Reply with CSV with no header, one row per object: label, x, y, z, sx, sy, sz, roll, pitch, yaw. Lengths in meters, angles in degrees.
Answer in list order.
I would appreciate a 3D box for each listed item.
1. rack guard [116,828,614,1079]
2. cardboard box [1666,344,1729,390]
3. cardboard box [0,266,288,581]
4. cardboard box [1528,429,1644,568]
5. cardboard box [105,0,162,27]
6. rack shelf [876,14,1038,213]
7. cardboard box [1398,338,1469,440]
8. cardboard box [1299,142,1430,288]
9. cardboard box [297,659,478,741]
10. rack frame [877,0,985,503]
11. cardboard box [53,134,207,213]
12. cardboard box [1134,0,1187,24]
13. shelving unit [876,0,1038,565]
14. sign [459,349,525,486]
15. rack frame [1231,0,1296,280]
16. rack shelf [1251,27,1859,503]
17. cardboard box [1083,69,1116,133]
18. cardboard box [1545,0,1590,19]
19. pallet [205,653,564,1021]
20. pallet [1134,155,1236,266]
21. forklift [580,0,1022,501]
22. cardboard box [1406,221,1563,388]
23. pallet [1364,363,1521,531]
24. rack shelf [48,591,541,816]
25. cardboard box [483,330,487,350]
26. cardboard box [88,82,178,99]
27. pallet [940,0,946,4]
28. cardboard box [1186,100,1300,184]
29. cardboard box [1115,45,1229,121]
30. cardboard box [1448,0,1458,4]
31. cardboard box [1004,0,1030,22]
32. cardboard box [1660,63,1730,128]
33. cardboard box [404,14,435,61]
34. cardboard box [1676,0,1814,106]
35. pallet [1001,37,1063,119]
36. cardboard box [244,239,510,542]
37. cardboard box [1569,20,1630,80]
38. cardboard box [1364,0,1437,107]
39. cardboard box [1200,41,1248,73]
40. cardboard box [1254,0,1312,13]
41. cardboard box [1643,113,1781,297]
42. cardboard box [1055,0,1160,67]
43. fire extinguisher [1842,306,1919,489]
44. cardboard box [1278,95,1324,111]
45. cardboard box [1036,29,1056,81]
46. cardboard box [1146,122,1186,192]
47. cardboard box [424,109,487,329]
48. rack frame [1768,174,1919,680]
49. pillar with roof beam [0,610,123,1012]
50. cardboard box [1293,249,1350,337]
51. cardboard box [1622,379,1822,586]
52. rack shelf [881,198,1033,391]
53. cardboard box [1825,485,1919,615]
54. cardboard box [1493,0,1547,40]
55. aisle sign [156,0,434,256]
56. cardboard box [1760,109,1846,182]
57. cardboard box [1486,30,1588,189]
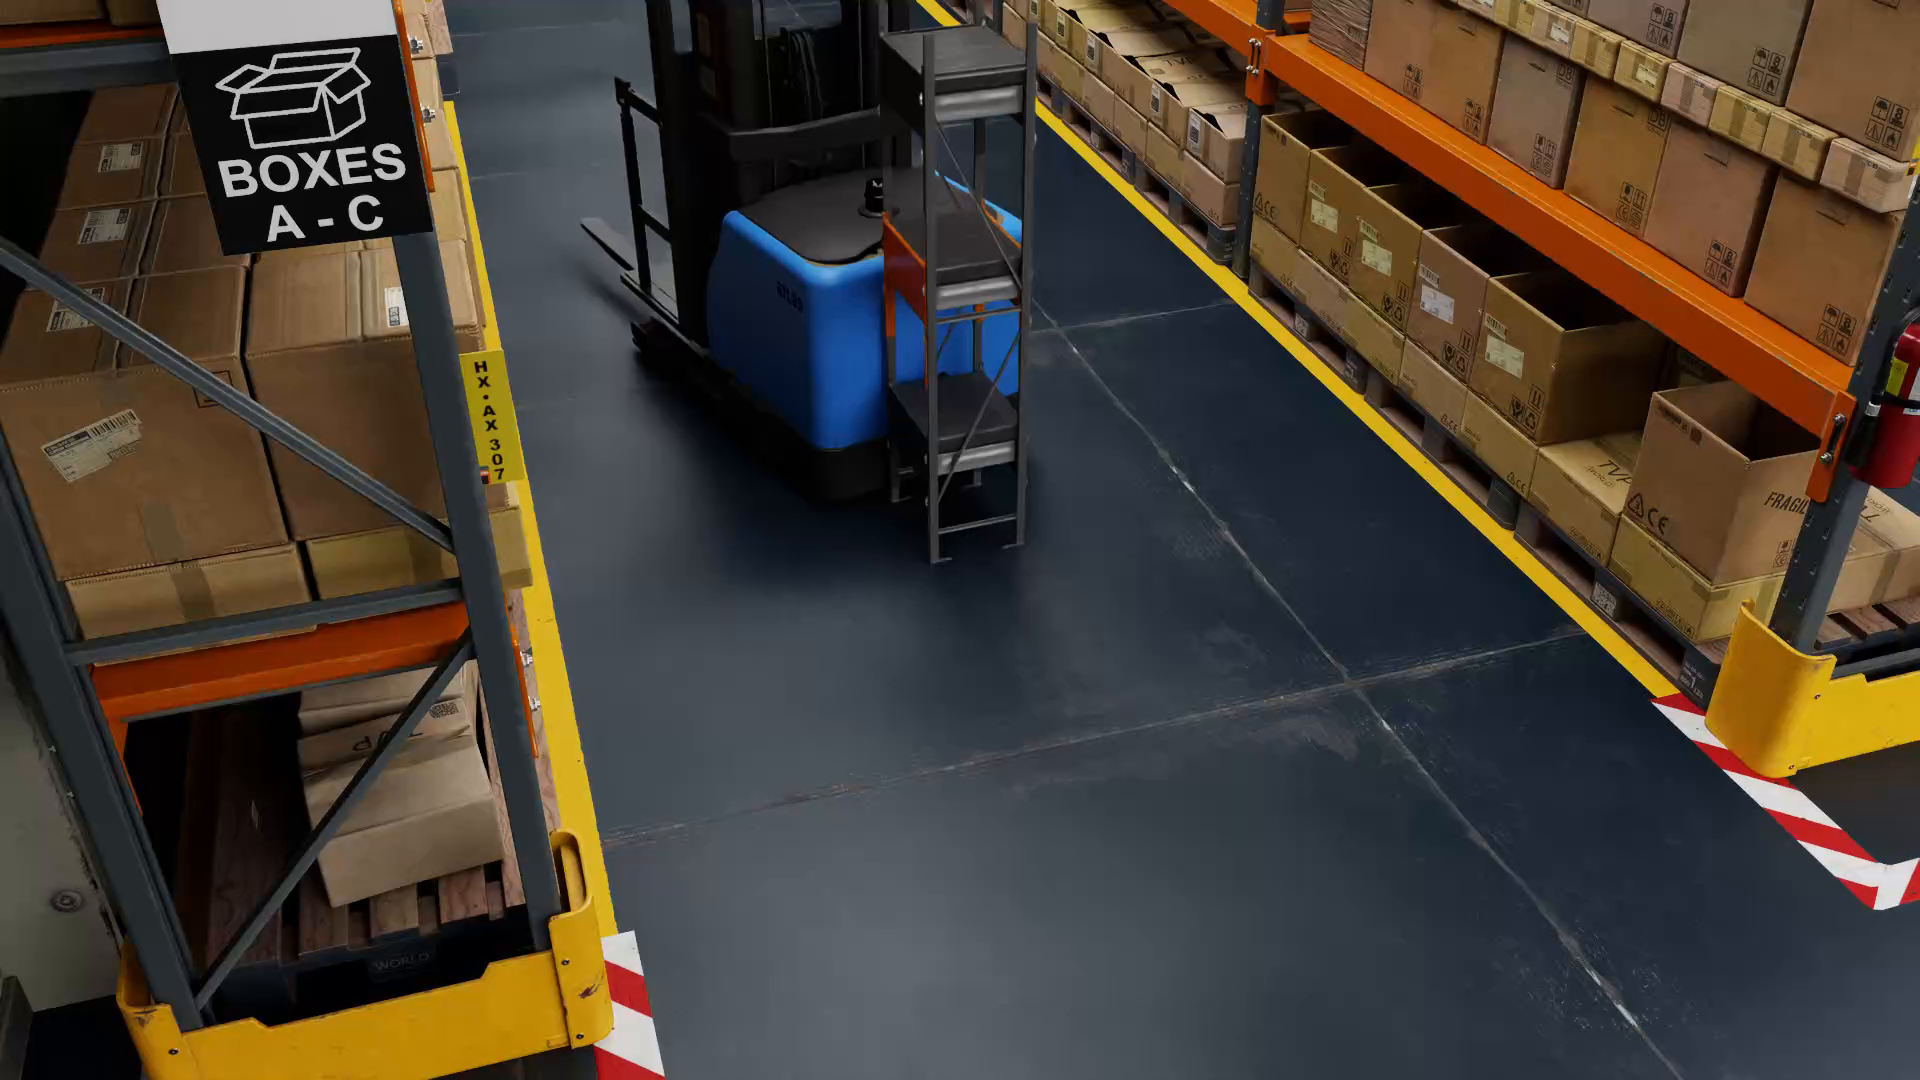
rack guard,-1.568,1.190,4.496,1.175,0.500,0.348,-10,35,-15
cardboard box,3.065,-0.571,6.326,0.500,0.500,0.500,-10,35,-15
cardboard box,-1.891,-0.284,3.896,0.500,0.500,0.500,-10,35,-15
cardboard box,2.563,-0.169,6.398,0.500,0.250,0.500,-10,35,-15
cardboard box,-1.409,-1.333,3.216,0.500,0.500,0.500,-9,35,-13
rack shelf,-0.016,-1.518,5.897,0.431,0.518,0.480,-12,35,-17
cardboard box,2.258,-0.694,7.192,0.500,0.250,0.500,-10,35,-15
cardboard box,1.955,-1.532,7.781,0.500,0.500,0.500,-10,35,-15
cardboard box,-1.844,0.447,5.392,0.500,0.311,0.500,-7,34,-11
rack frame,-0.101,-1.071,6.466,0.400,2.100,0.015,-12,35,-17
cardboard box,-2.197,-0.820,4.709,0.500,0.500,0.500,-11,35,-16
cardboard box,1.442,-3.340,10.688,0.500,0.311,0.500,-10,35,-15
shelving unit,-0.016,-0.945,6.275,0.431,2.100,0.503,-12,35,-17
sign,-1.028,-0.266,3.646,0.100,0.325,0.005,-10,35,-15
rack frame,1.951,-2.749,8.189,1.000,3.000,0.127,-10,35,-15
rack shelf,2.561,-1.398,6.798,1.077,0.370,4.000,-10,35,-15
cardboard box,1.086,-2.747,10.300,0.500,0.250,0.500,-9,35,-14
cardboard box,2.552,-2.309,6.256,0.700,0.500,0.500,-10,35,-15
pallet,-1.782,0.878,5.230,1.003,0.211,1.213,-10,35,-15
pallet,1.690,-1.965,9.533,1.003,0.211,1.213,-10,35,-15
forklift,-0.939,-2.159,7.359,1.130,2.935,3.031,-20,38,-27
cardboard box,2.254,-1.006,6.985,0.500,0.500,0.500,-10,35,-15
pallet,2.530,-0.519,7.344,1.003,0.211,1.213,-10,35,-15
rack shelf,-2.155,-0.563,5.534,1.077,0.370,4.000,-10,35,-15
cardboard box,-1.713,-0.608,5.066,0.500,0.250,0.500,-11,35,-15
cardboard box,-2.520,-1.356,5.518,0.500,0.500,0.500,-9,35,-13
pallet,0.171,-4.723,13.706,1.003,0.211,1.213,-10,35,-15
cardboard box,1.555,-2.175,8.925,0.500,0.311,0.500,-10,35,-15
cardboard box,1.240,-2.709,9.734,0.500,0.311,0.500,-10,35,-15
cardboard box,2.162,-2.351,6.908,0.380,0.149,0.250,-11,35,-16
cardboard box,0.611,-3.786,11.364,0.500,0.311,0.500,-9,34,-13
cardboard box,2.640,-1.533,5.670,0.380,0.149,0.250,-10,35,-14
cardboard box,-2.025,-1.449,5.659,0.500,0.500,0.500,-11,35,-16
cardboard box,2.860,-1.782,5.458,0.700,0.500,0.500,-11,35,-16
pallet,0.945,-3.246,11.472,1.003,0.211,1.213,-10,35,-15
cardboard box,-1.404,-0.373,4.032,0.500,0.500,0.500,-10,35,-15
cardboard box,2.477,-1.809,6.088,0.380,0.149,0.250,-9,35,-13
cardboard box,2.260,-2.283,7.393,0.700,0.500,0.500,-10,35,-15
cardboard box,1.756,-2.805,9.878,0.500,0.311,0.500,-11,35,-16
cardboard box,1.760,-2.937,8.610,0.500,0.250,0.500,-8,34,-12
cardboard box,2.877,-1.212,5.773,0.700,0.500,0.500,-9,35,-13
cardboard box,0.933,-3.244,10.543,0.500,0.311,0.500,-11,35,-16
fire extinguisher,2.765,-0.476,4.820,0.296,0.674,0.183,-10,35,-15
cardboard box,2.063,-2.269,9.068,0.500,0.311,0.500,-10,35,-15
cardboard box,0.766,-3.289,11.119,0.500,0.250,0.500,-11,35,-16
cardboard box,1.396,-2.211,9.489,0.500,0.250,0.500,-11,35,-15
cardboard box,-1.697,-0.907,4.839,0.500,0.500,0.500,-11,35,-16
rack frame,3.172,-0.648,5.010,1.000,3.000,0.127,-10,35,-15
pillar with roof beam,1.518,-3.262,3.525,9.100,9.000,0.400,-10,35,-15
cardboard box,1.952,-1.219,7.987,0.500,0.250,0.500,-10,35,-15
cardboard box,2.725,-0.221,5.796,0.500,0.500,0.500,-10,35,-15
rack shelf,-0.016,-0.934,6.283,0.431,0.518,0.480,-12,35,-17
cardboard box,3.220,0.005,6.135,0.500,0.250,0.500,-10,35,-15
cardboard box,2.325,-2.075,6.490,0.380,0.149,0.250,-10,35,-15
aisle sign,-1.237,-0.911,3.049,0.394,0.787,0.004,-10,35,-15
cardboard box,2.792,-1.267,5.267,0.380,0.149,0.250,-9,35,-14
cardboard box,2.566,-1.750,6.586,0.700,0.500,0.500,-9,35,-13
